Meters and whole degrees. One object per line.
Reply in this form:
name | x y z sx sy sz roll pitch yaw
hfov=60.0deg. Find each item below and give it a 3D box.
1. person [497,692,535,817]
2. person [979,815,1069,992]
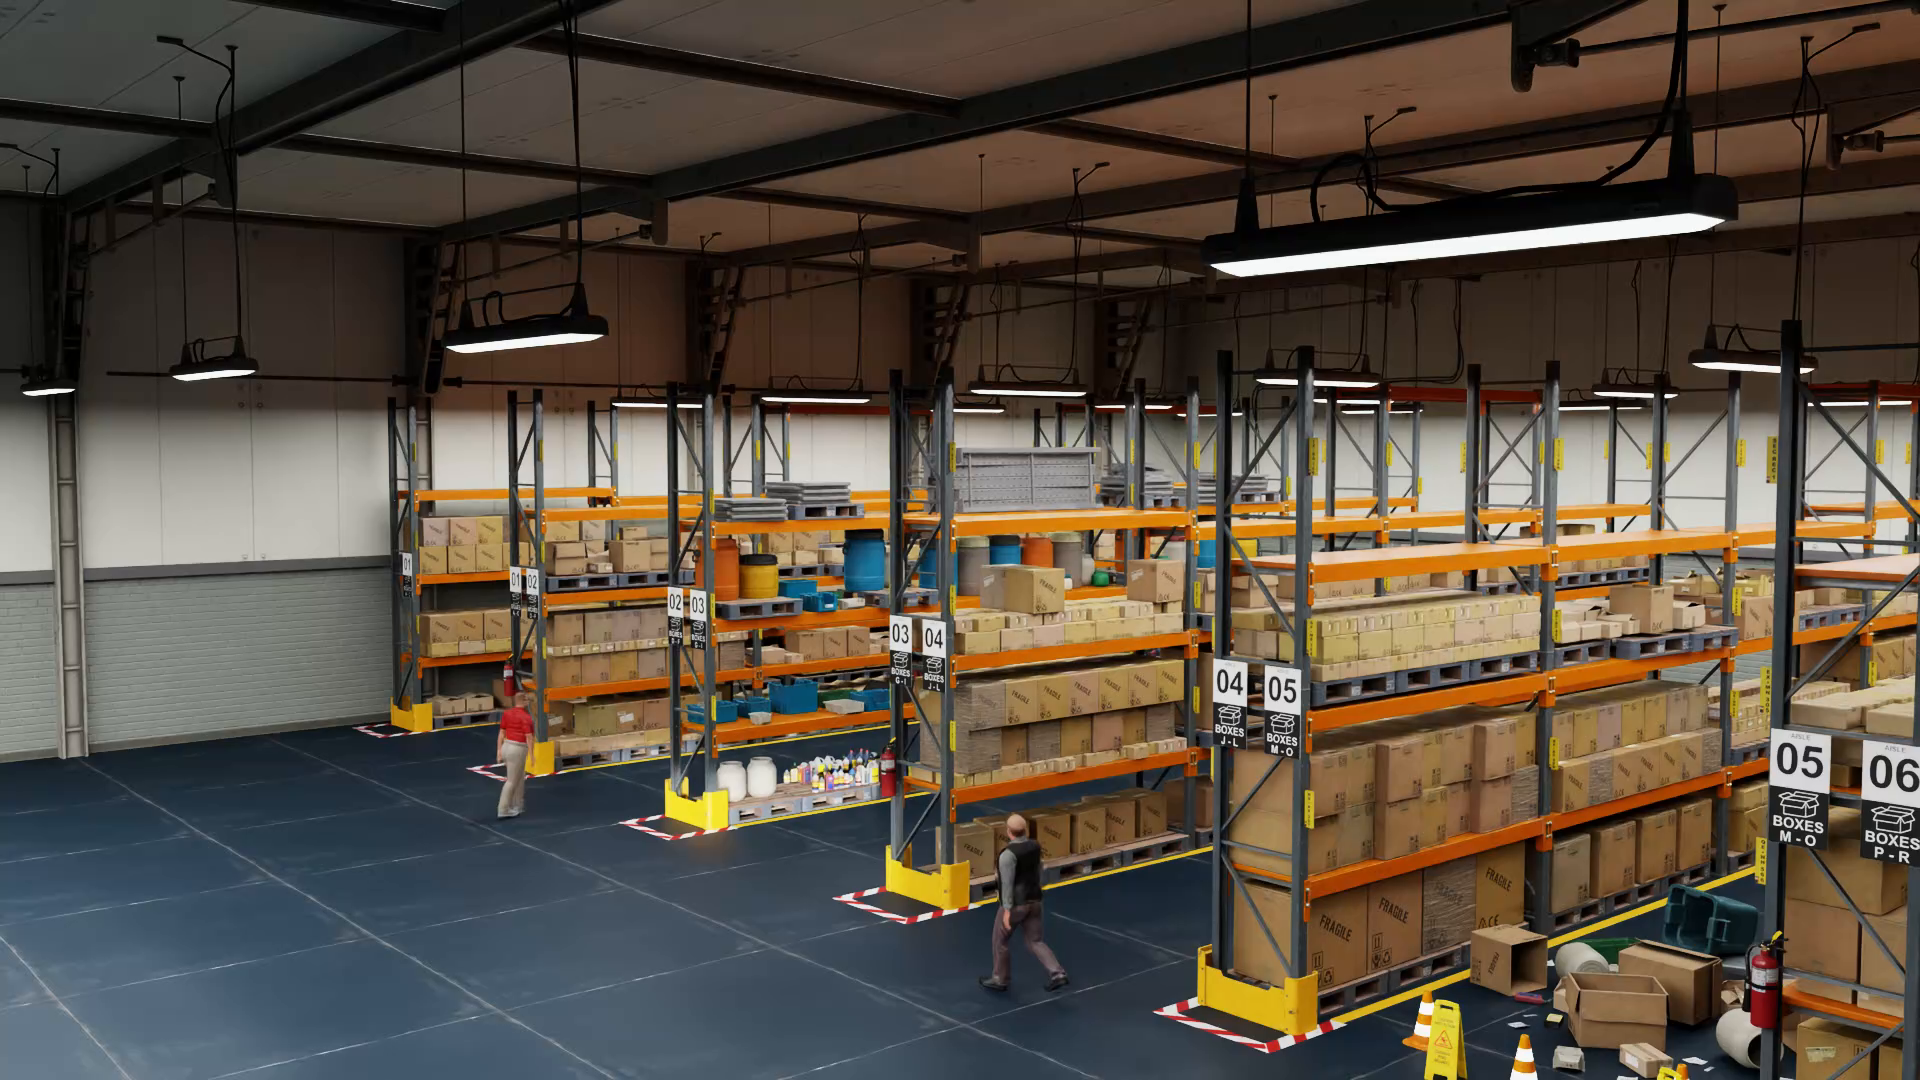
person | -6.138 2.995 22.987 0.559 1.785 0.599 3 5 43
person | 0.601 3.408 15.514 0.964 1.690 0.558 3 5 42
